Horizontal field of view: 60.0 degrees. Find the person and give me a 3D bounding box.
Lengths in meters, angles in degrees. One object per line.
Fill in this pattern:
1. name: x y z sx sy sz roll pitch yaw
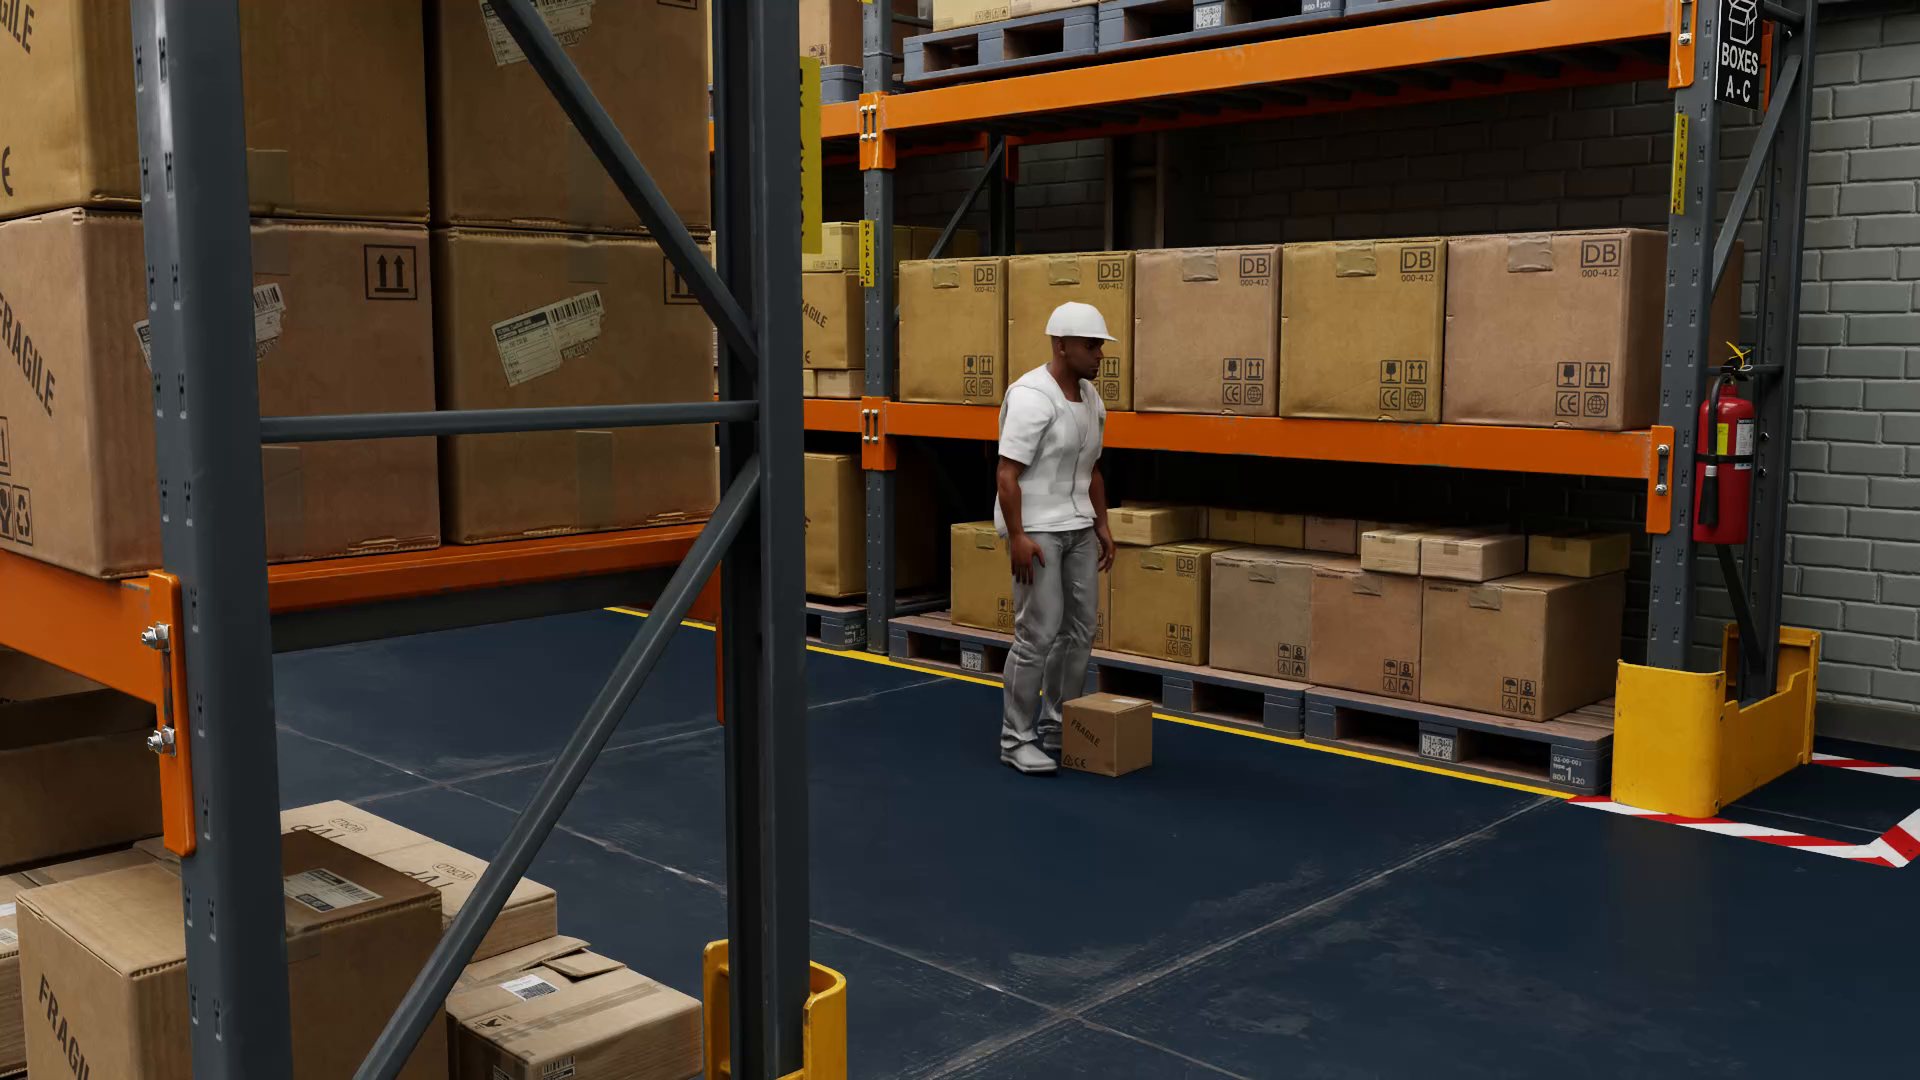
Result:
1. person: 0.380 -0.025 6.384 0.454 1.761 0.636 6 9 39
